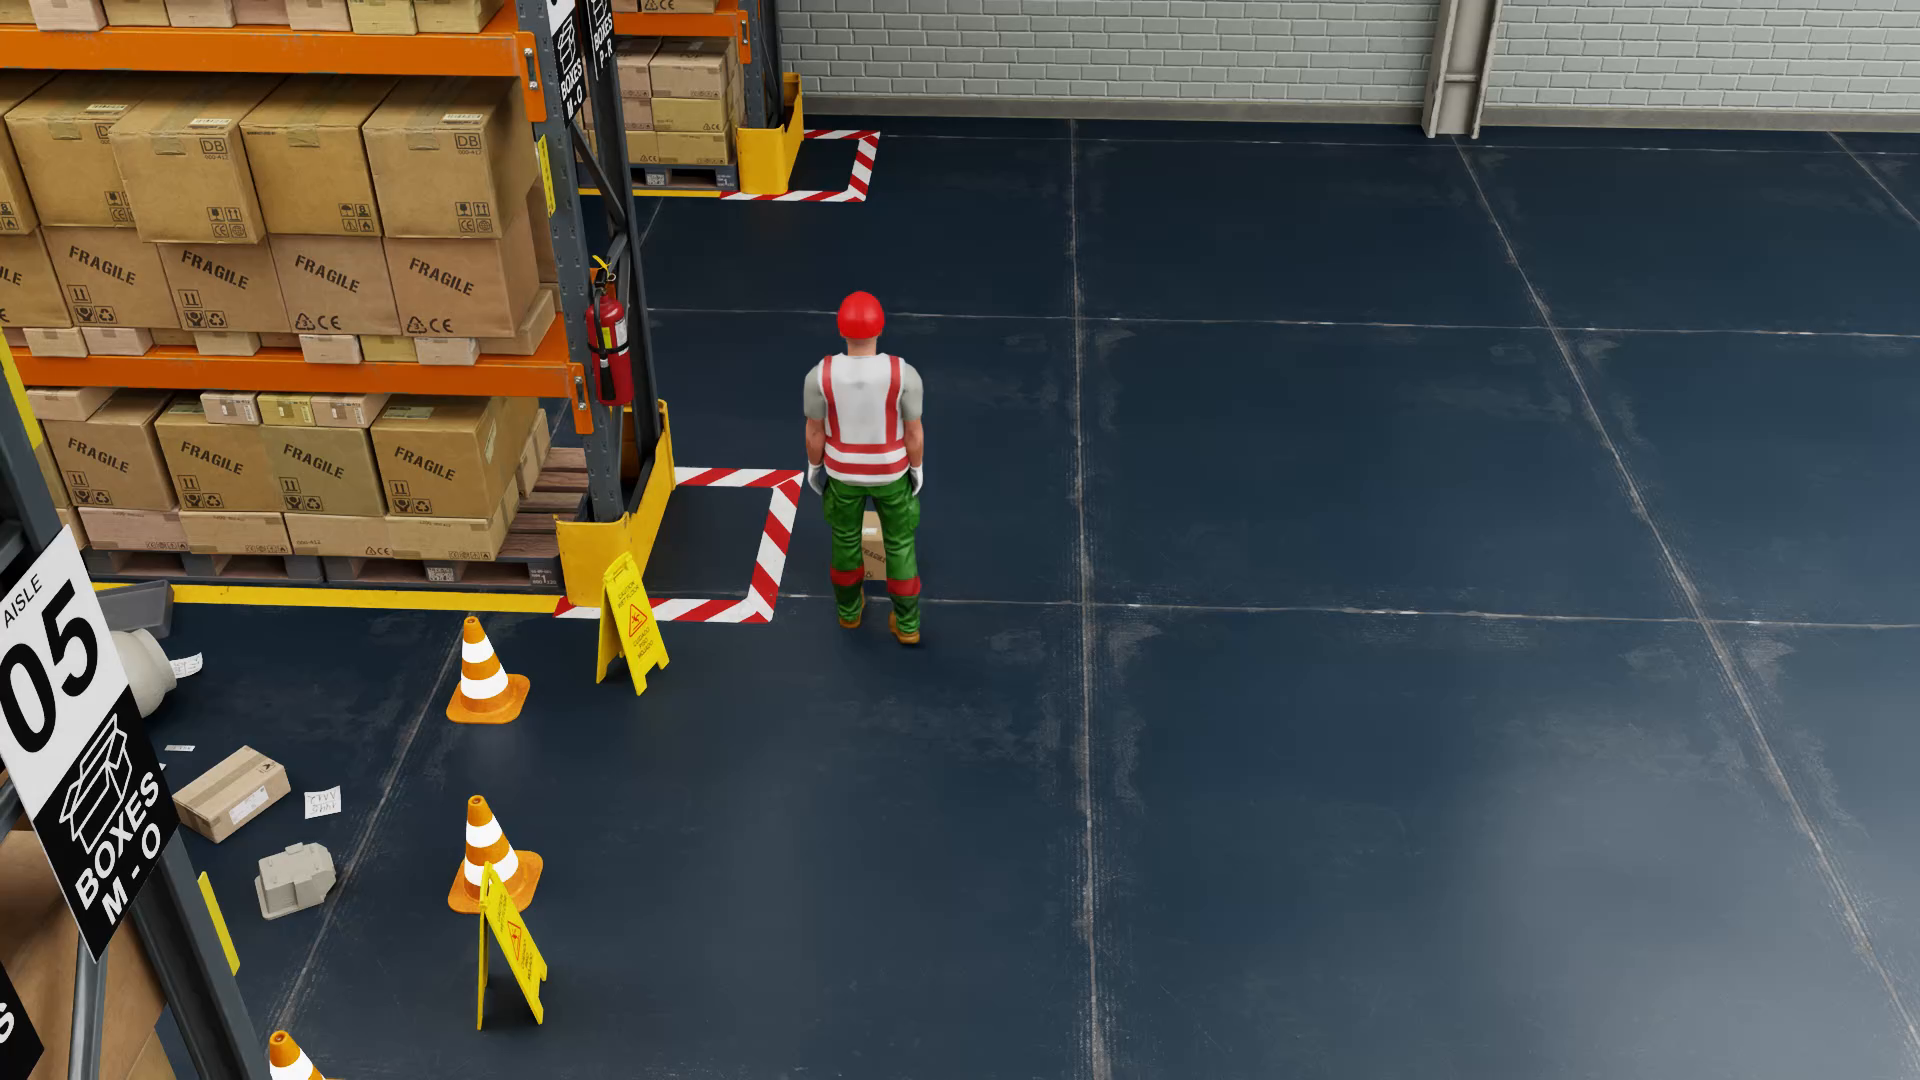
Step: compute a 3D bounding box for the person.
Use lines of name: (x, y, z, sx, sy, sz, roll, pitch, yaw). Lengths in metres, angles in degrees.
person: (-0.427, -0.328, 7.585, 0.535, 1.823, 0.434, 1, 35, 1)
